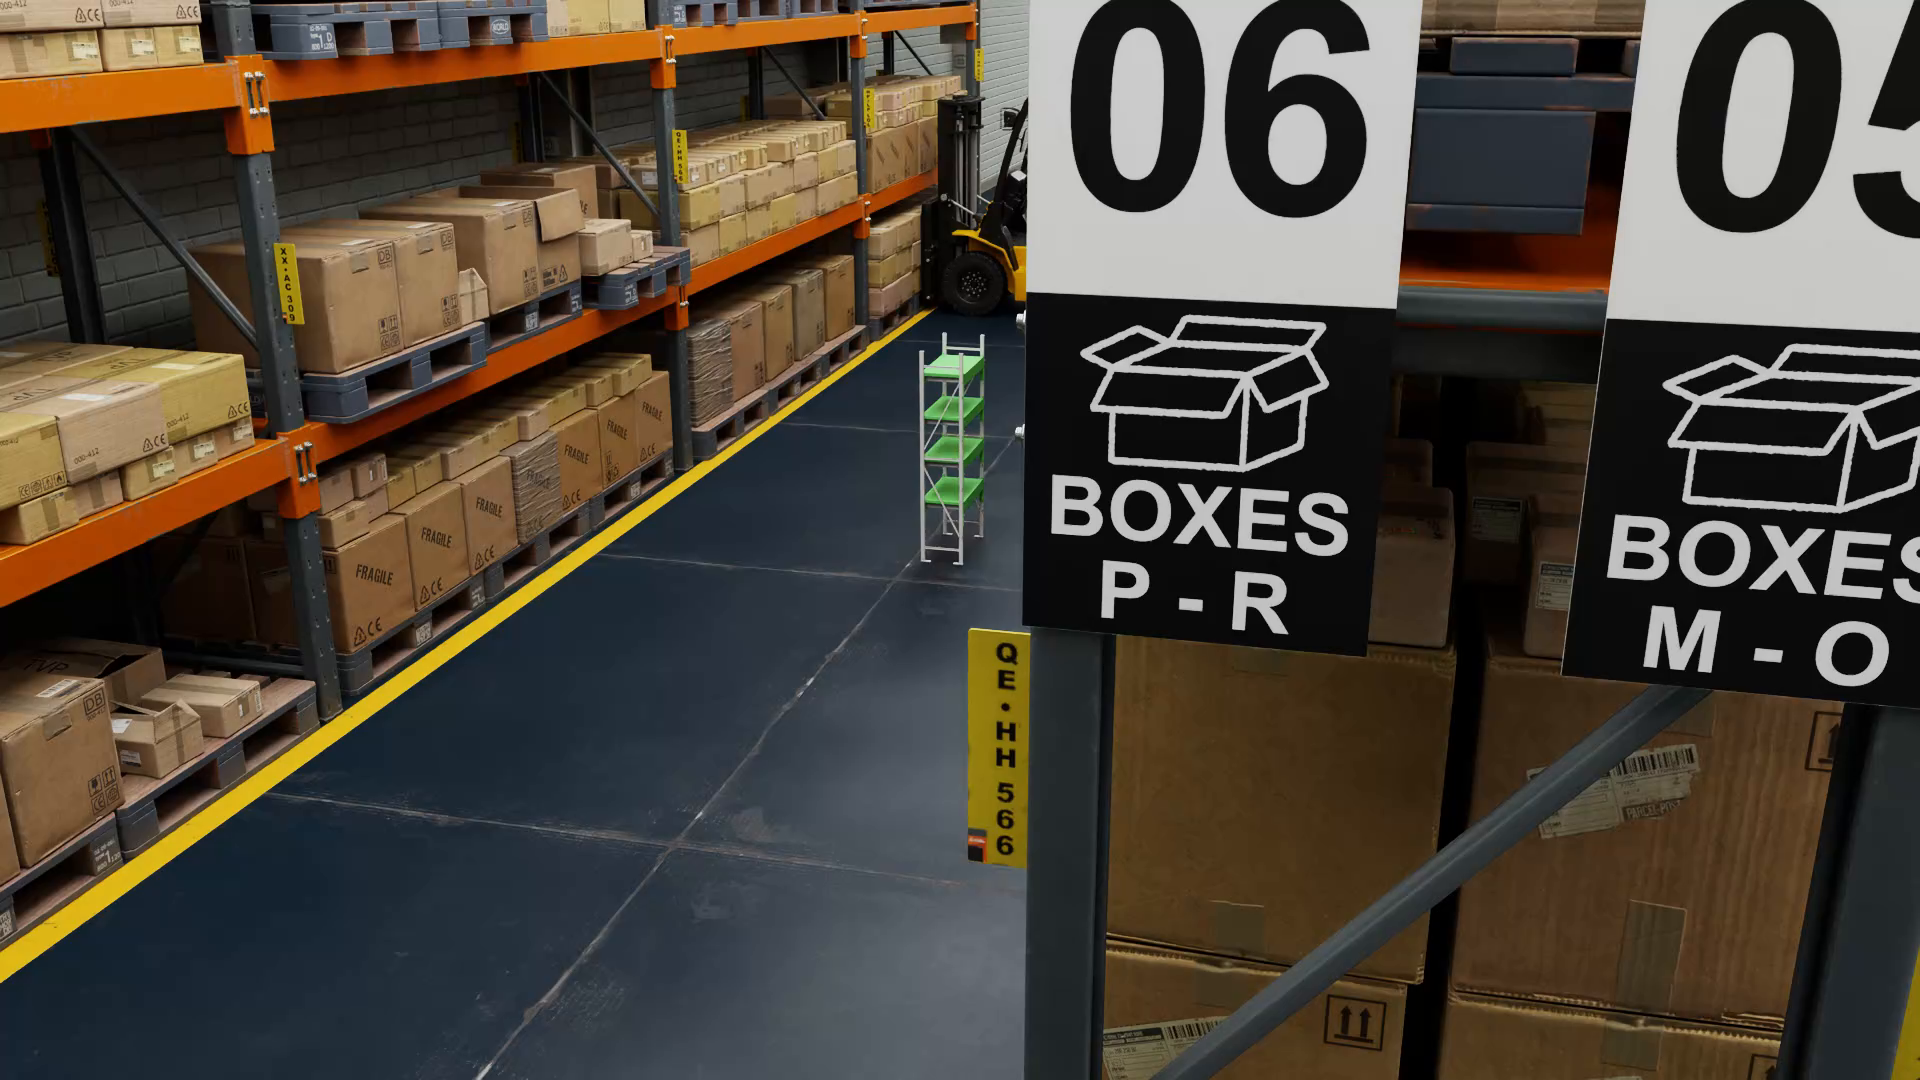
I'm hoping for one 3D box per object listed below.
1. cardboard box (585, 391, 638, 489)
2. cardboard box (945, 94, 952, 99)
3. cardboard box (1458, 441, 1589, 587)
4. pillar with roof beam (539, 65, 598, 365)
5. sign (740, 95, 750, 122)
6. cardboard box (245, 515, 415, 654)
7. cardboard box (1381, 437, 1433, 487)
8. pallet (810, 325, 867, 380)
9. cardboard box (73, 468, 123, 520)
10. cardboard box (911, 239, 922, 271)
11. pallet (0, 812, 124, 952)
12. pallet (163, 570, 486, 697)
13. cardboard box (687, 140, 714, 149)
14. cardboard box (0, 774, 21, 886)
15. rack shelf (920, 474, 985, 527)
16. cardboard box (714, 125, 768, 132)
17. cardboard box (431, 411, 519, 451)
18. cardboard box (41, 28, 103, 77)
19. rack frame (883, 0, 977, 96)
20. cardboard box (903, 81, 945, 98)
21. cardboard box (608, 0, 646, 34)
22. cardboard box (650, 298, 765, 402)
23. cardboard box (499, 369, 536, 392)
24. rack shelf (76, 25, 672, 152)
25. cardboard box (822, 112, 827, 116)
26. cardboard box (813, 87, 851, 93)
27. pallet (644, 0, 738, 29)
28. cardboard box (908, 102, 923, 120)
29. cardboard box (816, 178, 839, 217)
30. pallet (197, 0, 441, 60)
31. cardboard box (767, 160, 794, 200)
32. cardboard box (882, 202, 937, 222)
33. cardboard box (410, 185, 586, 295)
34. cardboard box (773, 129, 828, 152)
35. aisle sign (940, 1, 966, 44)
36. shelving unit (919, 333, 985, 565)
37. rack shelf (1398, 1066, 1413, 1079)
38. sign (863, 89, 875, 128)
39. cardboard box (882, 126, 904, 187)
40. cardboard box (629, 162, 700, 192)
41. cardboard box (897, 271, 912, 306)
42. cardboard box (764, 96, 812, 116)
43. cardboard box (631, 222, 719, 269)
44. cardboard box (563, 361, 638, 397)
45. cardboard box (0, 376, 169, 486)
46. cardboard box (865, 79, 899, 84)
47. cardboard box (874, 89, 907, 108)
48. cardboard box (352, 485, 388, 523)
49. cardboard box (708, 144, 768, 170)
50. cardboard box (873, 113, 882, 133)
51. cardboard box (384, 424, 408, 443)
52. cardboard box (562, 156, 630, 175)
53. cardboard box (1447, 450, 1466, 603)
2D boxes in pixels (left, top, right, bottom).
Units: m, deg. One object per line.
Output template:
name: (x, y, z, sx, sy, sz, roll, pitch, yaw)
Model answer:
cardboard box: (-2.305, -0.634, 10.119, 0.500, 0.500, 0.500, 4, 19, 13)
cardboard box: (-0.292, -4.495, 17.050, 0.380, 0.149, 0.250, 5, 19, 14)
cardboard box: (0.932, -0.030, 2.429, 0.380, 0.149, 0.250, 5, 20, 15)
pillar with roof beam: (1.341, -4.902, 10.118, 9.100, 9.000, 0.400, 5, 19, 13)
sign: (-1.839, -3.668, 14.323, 0.100, 0.325, 0.005, 5, 19, 13)
cardboard box: (-2.919, 0.181, 7.735, 0.500, 0.500, 0.500, 6, 20, 16)
cardboard box: (0.514, -0.062, 2.524, 0.380, 0.149, 0.250, 5, 19, 14)
pallet: (-1.443, -1.624, 14.114, 1.003, 0.211, 1.213, 5, 19, 13)
cardboard box: (-3.261, -0.184, 5.974, 0.380, 0.149, 0.250, 5, 20, 15)
cardboard box: (-0.628, -2.753, 15.938, 0.500, 0.250, 0.500, 4, 19, 13)
pallet: (-3.720, 1.249, 5.705, 1.003, 0.211, 1.213, 5, 19, 13)
pallet: (-3.093, 0.392, 8.213, 1.003, 0.211, 1.213, 5, 19, 13)
cardboard box: (-2.038, -2.878, 12.315, 0.380, 0.149, 0.250, 5, 20, 15)
cardboard box: (-3.518, 0.961, 5.450, 0.500, 0.500, 0.500, 5, 19, 14)
rack shelf: (-0.040, -0.228, 9.440, 0.258, 0.148, 0.480, 5, 19, 13)
cardboard box: (-1.772, -3.280, 13.491, 0.380, 0.149, 0.250, 5, 19, 13)
cardboard box: (-2.613, -0.585, 8.973, 0.380, 0.149, 0.250, 5, 19, 14)
cardboard box: (-3.193, -1.674, 5.696, 0.380, 0.149, 0.250, 5, 20, 15)
rack frame: (-0.323, -4.431, 18.019, 1.000, 3.000, 0.127, 5, 19, 13)
cardboard box: (-0.363, -4.470, 16.517, 0.380, 0.149, 0.250, 5, 20, 15)
cardboard box: (-2.168, -3.092, 9.690, 0.500, 0.250, 0.500, 4, 19, 12)
cardboard box: (-1.960, -1.398, 12.164, 0.875, 0.625, 0.625, 5, 20, 15)
cardboard box: (-2.781, -0.942, 10.018, 0.380, 0.149, 0.250, 5, 19, 14)
rack shelf: (-2.766, -2.376, 8.474, 1.077, 0.370, 4.000, 5, 19, 13)
cardboard box: (-1.371, -3.816, 15.060, 0.380, 0.149, 0.250, 5, 20, 15)
cardboard box: (-1.171, -4.195, 15.710, 0.380, 0.149, 0.250, 4, 19, 13)
pallet: (-2.199, -3.473, 10.867, 1.213, 0.211, 1.003, 6, 20, 16)
cardboard box: (-0.570, -4.094, 15.873, 0.380, 0.149, 0.250, 4, 19, 12)
cardboard box: (-1.287, -2.769, 13.387, 0.500, 0.250, 0.500, 5, 19, 13)
pallet: (-3.028, -2.199, 7.135, 1.213, 0.211, 1.003, 5, 19, 13)
cardboard box: (-1.563, -2.690, 12.382, 0.500, 0.250, 0.500, 5, 19, 14)
cardboard box: (-0.497, -3.155, 16.341, 0.500, 0.250, 0.500, 4, 19, 12)
cardboard box: (-2.497, -1.645, 9.053, 0.797, 0.503, 0.637, 4, 19, 12)
cardboard box: (-1.261, -3.159, 13.137, 0.380, 0.149, 0.250, 4, 19, 12)
aisle sign: (-0.022, -5.658, 17.591, 0.394, 0.787, 0.004, 5, 19, 13)
shelving unit: (-0.040, -0.516, 9.342, 0.258, 1.200, 0.503, 5, 19, 13)
rack shelf: (1.071, 0.689, 4.144, 1.077, 0.370, 4.000, 5, 19, 13)
sign: (-0.772, -3.648, 14.058, 0.100, 0.325, 0.005, 5, 19, 13)
cardboard box: (-0.828, -3.507, 15.161, 0.500, 0.500, 0.500, 5, 19, 14)
cardboard box: (-1.914, -2.354, 10.781, 0.380, 0.149, 0.250, 5, 20, 15)
cardboard box: (-0.752, -2.360, 15.562, 0.500, 0.250, 0.500, 4, 19, 12)
cardboard box: (-1.515, -3.796, 14.542, 0.380, 0.149, 0.250, 5, 19, 14)
cardboard box: (-1.932, -1.972, 11.053, 0.500, 0.250, 0.500, 5, 19, 14)
cardboard box: (-2.189, -0.983, 10.140, 0.380, 0.149, 0.250, 4, 19, 11)
cardboard box: (-3.251, -0.402, 5.997, 0.500, 0.250, 0.500, 5, 19, 14)
cardboard box: (-0.835, -4.598, 16.890, 0.380, 0.149, 0.250, 5, 19, 14)
cardboard box: (-0.705, -4.074, 15.357, 0.380, 0.149, 0.250, 4, 19, 13)
cardboard box: (-2.917, -0.177, 7.778, 0.380, 0.149, 0.250, 4, 19, 12)
cardboard box: (-1.609, -2.760, 11.968, 0.380, 0.149, 0.250, 5, 20, 15)
cardboard box: (-0.906, -3.692, 14.697, 0.380, 0.149, 0.250, 5, 20, 15)
cardboard box: (-3.170, -0.540, 8.841, 0.380, 0.149, 0.250, 5, 19, 14)
cardboard box: (-2.439, -2.486, 11.168, 0.380, 0.149, 0.250, 5, 20, 15)
cardboard box: (1.095, 0.164, 2.865, 0.500, 0.500, 0.500, 4, 19, 12)
